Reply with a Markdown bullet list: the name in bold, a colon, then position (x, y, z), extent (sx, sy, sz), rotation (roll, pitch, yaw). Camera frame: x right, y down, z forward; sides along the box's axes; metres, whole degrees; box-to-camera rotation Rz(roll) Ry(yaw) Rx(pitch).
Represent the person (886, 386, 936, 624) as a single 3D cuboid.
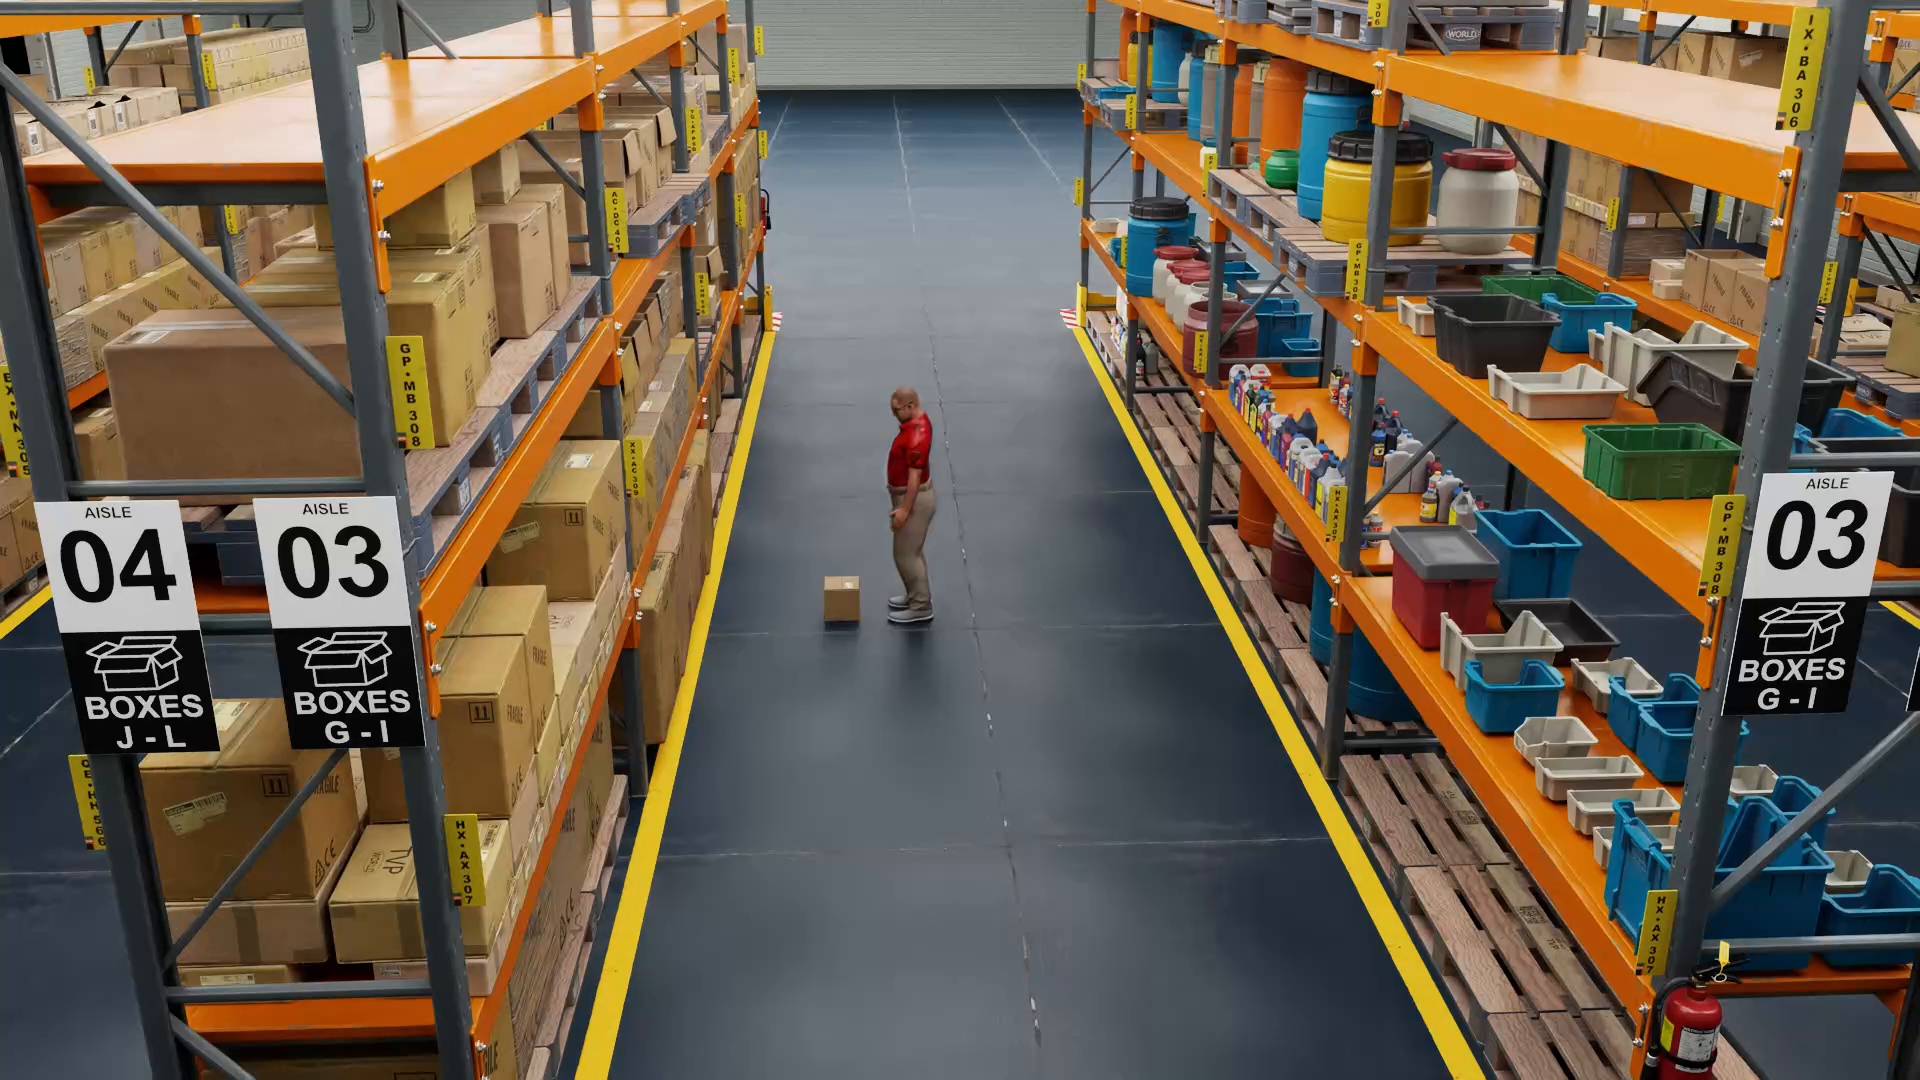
- **person**: position (-0.348, -0.258, 11.832), extent (0.356, 1.715, 0.536), rotation (-1, 20, -2)
